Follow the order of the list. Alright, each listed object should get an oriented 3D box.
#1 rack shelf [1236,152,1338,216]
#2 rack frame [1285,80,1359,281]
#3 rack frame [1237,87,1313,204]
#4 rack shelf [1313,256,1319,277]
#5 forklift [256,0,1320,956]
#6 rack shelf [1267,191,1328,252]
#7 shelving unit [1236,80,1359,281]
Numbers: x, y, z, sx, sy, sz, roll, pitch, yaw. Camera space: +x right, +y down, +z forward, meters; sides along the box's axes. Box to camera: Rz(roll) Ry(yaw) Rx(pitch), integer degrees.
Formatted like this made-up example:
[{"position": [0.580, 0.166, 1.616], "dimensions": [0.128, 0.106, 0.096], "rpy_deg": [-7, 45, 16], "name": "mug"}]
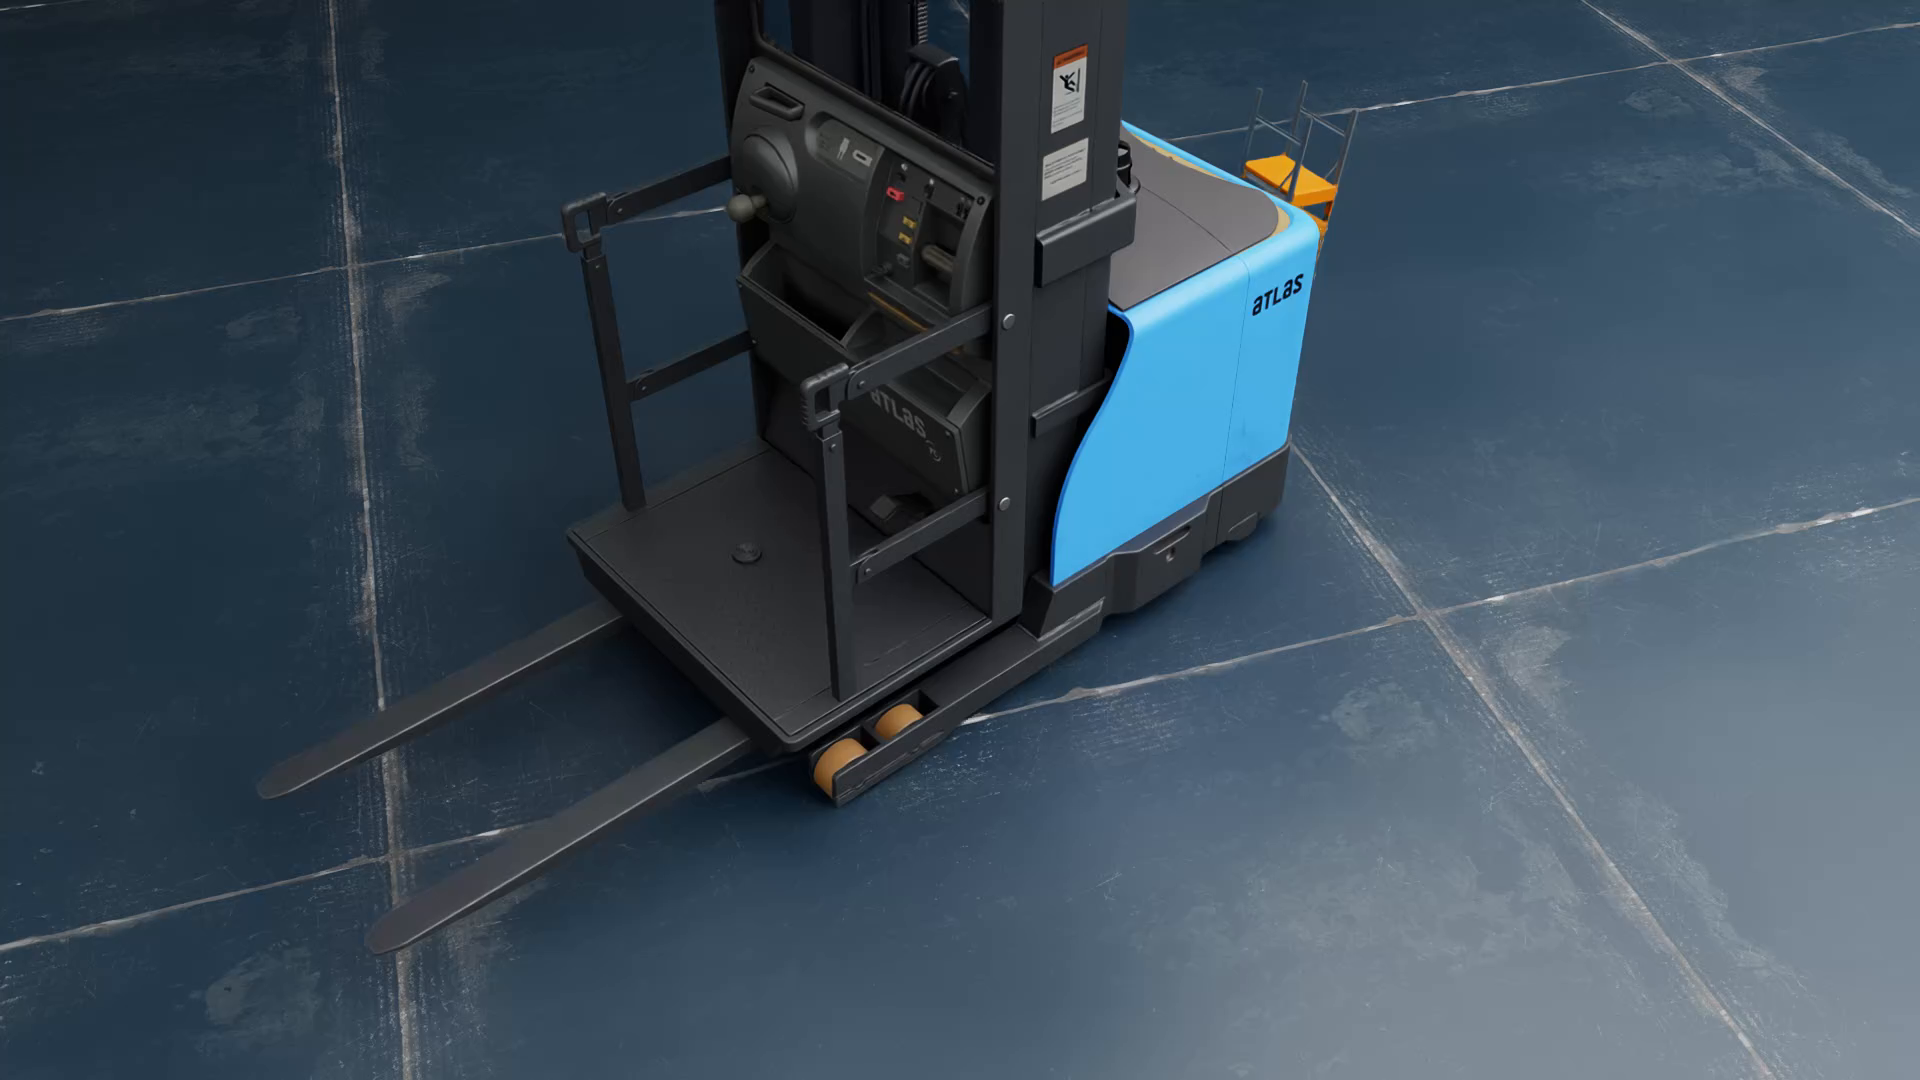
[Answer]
[{"position": [0.995, -1.076, 5.083], "dimensions": [0.180, 0.103, 0.258], "rpy_deg": [-17, 43, -30], "name": "rack shelf"}, {"position": [1.035, -0.848, 5.316], "dimensions": [0.006, 1.200, 0.240], "rpy_deg": [-17, 43, -30], "name": "rack frame"}, {"position": [0.882, -0.802, 5.226], "dimensions": [0.006, 1.200, 0.240], "rpy_deg": [-17, 43, -30], "name": "rack frame"}, {"position": [0.967, -0.885, 5.226], "dimensions": [0.180, 0.103, 0.258], "rpy_deg": [-17, 43, -30], "name": "rack shelf"}, {"position": [-0.418, -0.799, 3.936], "dimensions": [3.031, 2.935, 1.130], "rpy_deg": [-30, 49, -30], "name": "forklift"}, {"position": [0.981, -0.980, 5.154], "dimensions": [0.180, 0.103, 0.258], "rpy_deg": [-17, 43, -30], "name": "rack shelf"}, {"position": [0.958, -0.825, 5.271], "dimensions": [0.189, 1.200, 0.258], "rpy_deg": [-17, 43, -30], "name": "shelving unit"}]
